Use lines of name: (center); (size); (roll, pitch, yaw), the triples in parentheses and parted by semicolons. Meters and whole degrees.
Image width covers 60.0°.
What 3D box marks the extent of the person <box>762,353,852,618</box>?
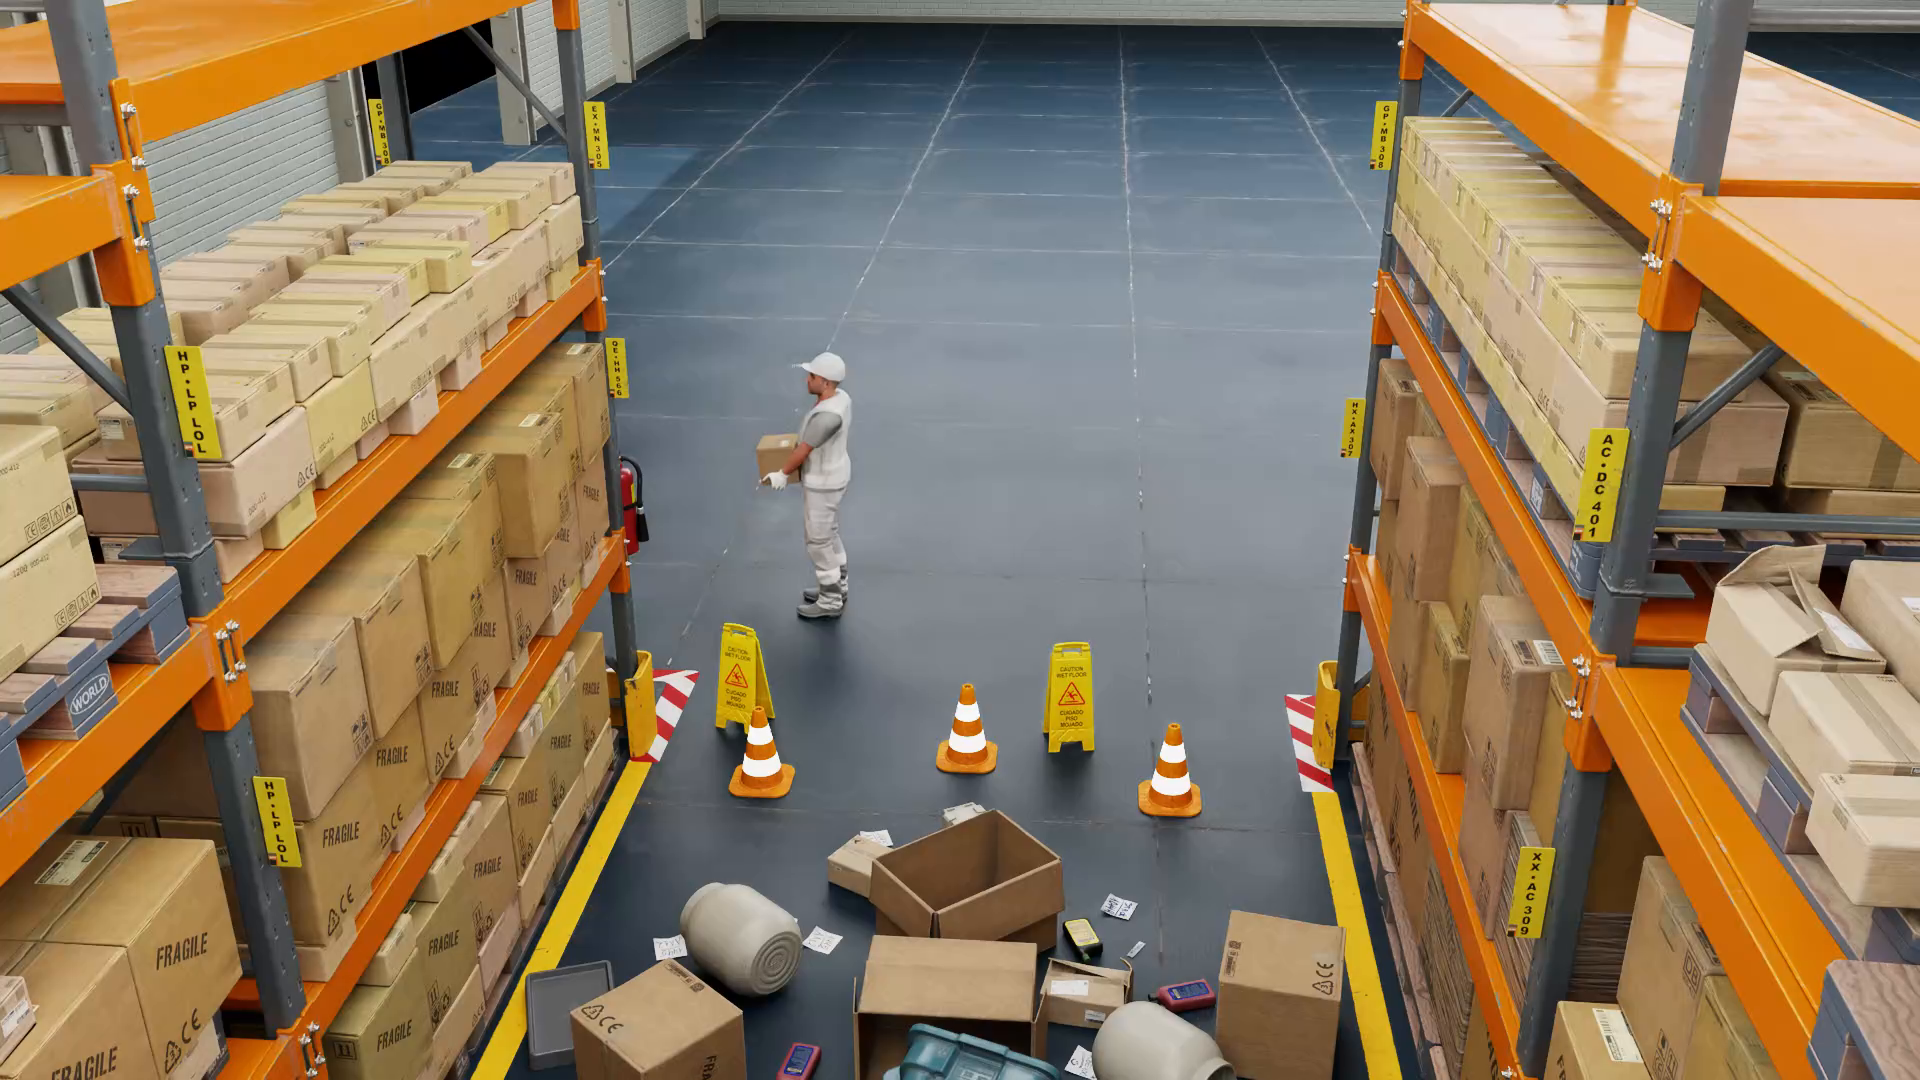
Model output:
person: (-0.980, -0.367, 10.801); (0.554, 1.784, 0.473); (2, 24, 5)
